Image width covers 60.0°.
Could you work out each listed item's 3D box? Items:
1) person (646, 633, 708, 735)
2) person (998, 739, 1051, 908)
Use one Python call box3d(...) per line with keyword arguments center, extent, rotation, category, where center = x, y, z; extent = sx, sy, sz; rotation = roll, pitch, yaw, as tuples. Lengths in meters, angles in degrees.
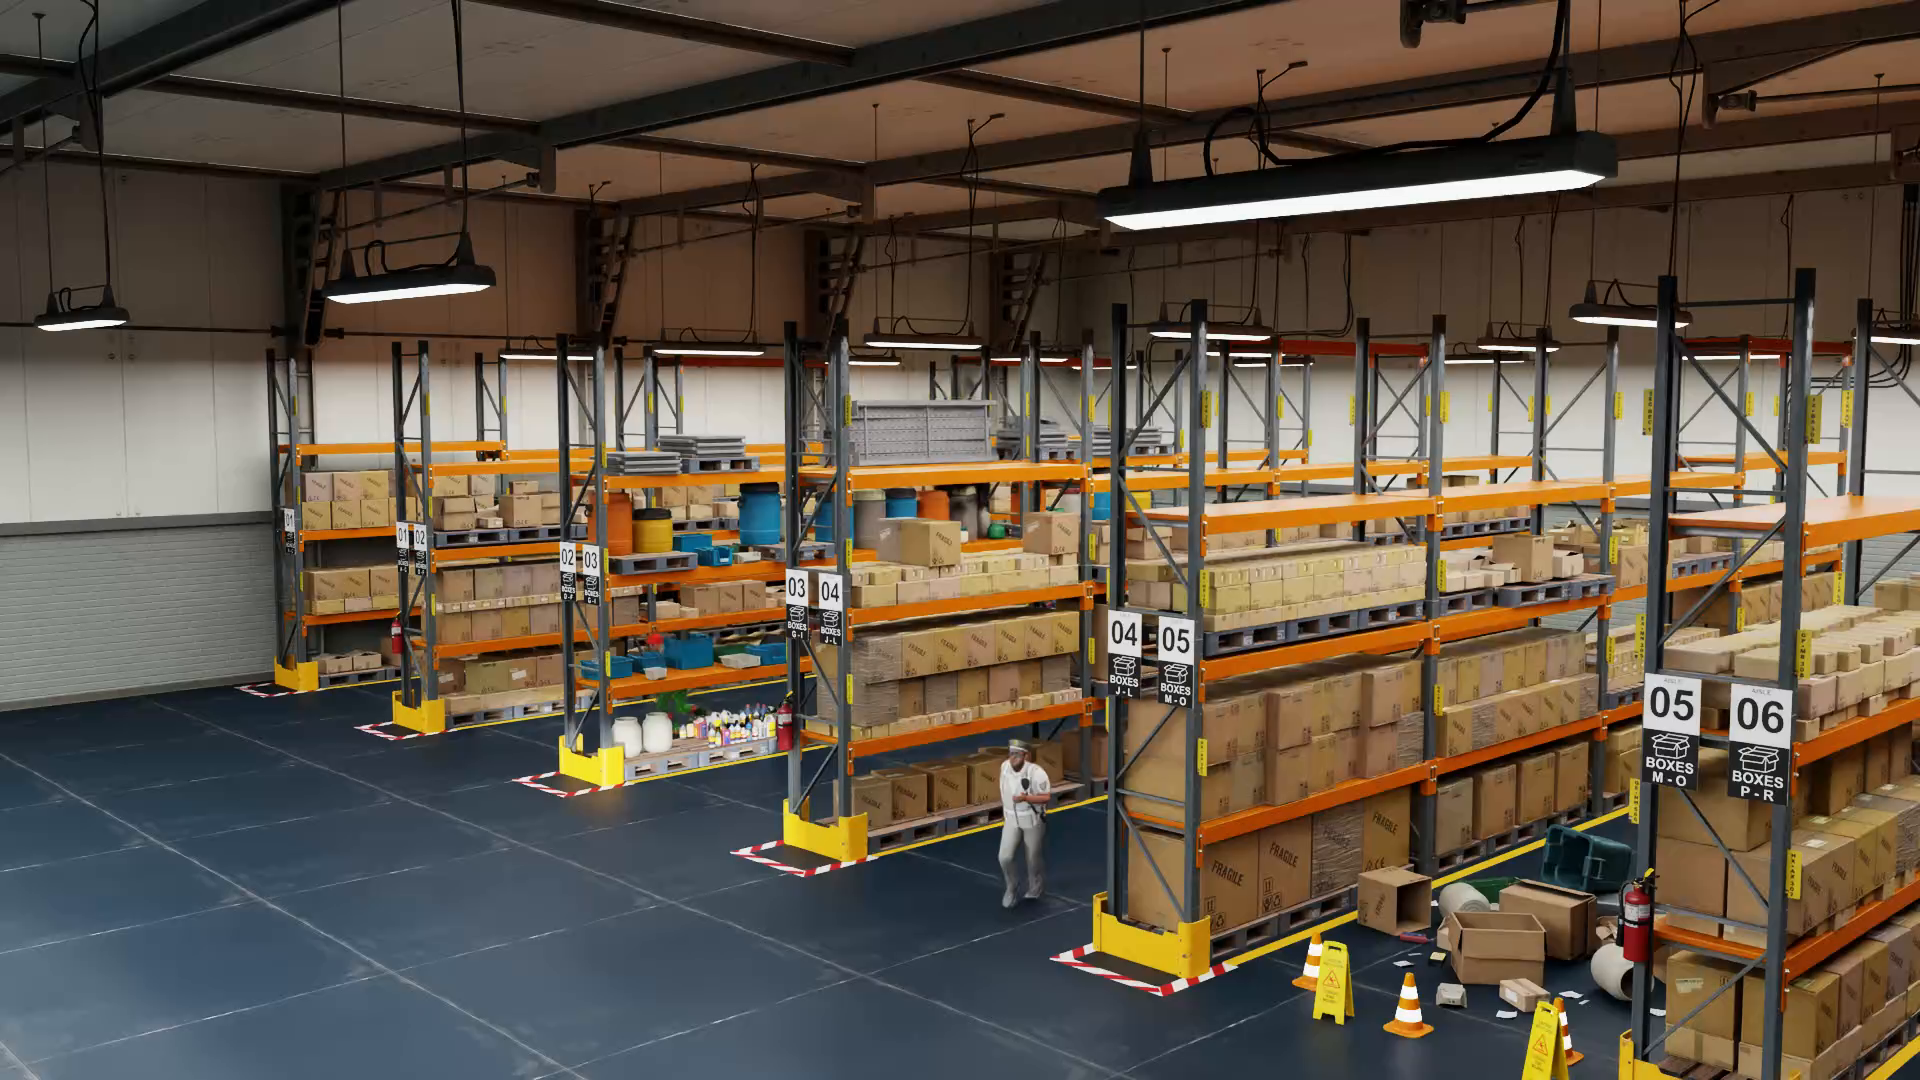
box3d(center=(-4.295, 2.189, 25.327), extent=(1.091, 1.619, 0.662), rotation=(-4, 7, -41), category="person")
box3d(center=(0.635, 2.854, 16.725), extent=(0.627, 1.794, 0.845), rotation=(2, 5, 22), category="person")
